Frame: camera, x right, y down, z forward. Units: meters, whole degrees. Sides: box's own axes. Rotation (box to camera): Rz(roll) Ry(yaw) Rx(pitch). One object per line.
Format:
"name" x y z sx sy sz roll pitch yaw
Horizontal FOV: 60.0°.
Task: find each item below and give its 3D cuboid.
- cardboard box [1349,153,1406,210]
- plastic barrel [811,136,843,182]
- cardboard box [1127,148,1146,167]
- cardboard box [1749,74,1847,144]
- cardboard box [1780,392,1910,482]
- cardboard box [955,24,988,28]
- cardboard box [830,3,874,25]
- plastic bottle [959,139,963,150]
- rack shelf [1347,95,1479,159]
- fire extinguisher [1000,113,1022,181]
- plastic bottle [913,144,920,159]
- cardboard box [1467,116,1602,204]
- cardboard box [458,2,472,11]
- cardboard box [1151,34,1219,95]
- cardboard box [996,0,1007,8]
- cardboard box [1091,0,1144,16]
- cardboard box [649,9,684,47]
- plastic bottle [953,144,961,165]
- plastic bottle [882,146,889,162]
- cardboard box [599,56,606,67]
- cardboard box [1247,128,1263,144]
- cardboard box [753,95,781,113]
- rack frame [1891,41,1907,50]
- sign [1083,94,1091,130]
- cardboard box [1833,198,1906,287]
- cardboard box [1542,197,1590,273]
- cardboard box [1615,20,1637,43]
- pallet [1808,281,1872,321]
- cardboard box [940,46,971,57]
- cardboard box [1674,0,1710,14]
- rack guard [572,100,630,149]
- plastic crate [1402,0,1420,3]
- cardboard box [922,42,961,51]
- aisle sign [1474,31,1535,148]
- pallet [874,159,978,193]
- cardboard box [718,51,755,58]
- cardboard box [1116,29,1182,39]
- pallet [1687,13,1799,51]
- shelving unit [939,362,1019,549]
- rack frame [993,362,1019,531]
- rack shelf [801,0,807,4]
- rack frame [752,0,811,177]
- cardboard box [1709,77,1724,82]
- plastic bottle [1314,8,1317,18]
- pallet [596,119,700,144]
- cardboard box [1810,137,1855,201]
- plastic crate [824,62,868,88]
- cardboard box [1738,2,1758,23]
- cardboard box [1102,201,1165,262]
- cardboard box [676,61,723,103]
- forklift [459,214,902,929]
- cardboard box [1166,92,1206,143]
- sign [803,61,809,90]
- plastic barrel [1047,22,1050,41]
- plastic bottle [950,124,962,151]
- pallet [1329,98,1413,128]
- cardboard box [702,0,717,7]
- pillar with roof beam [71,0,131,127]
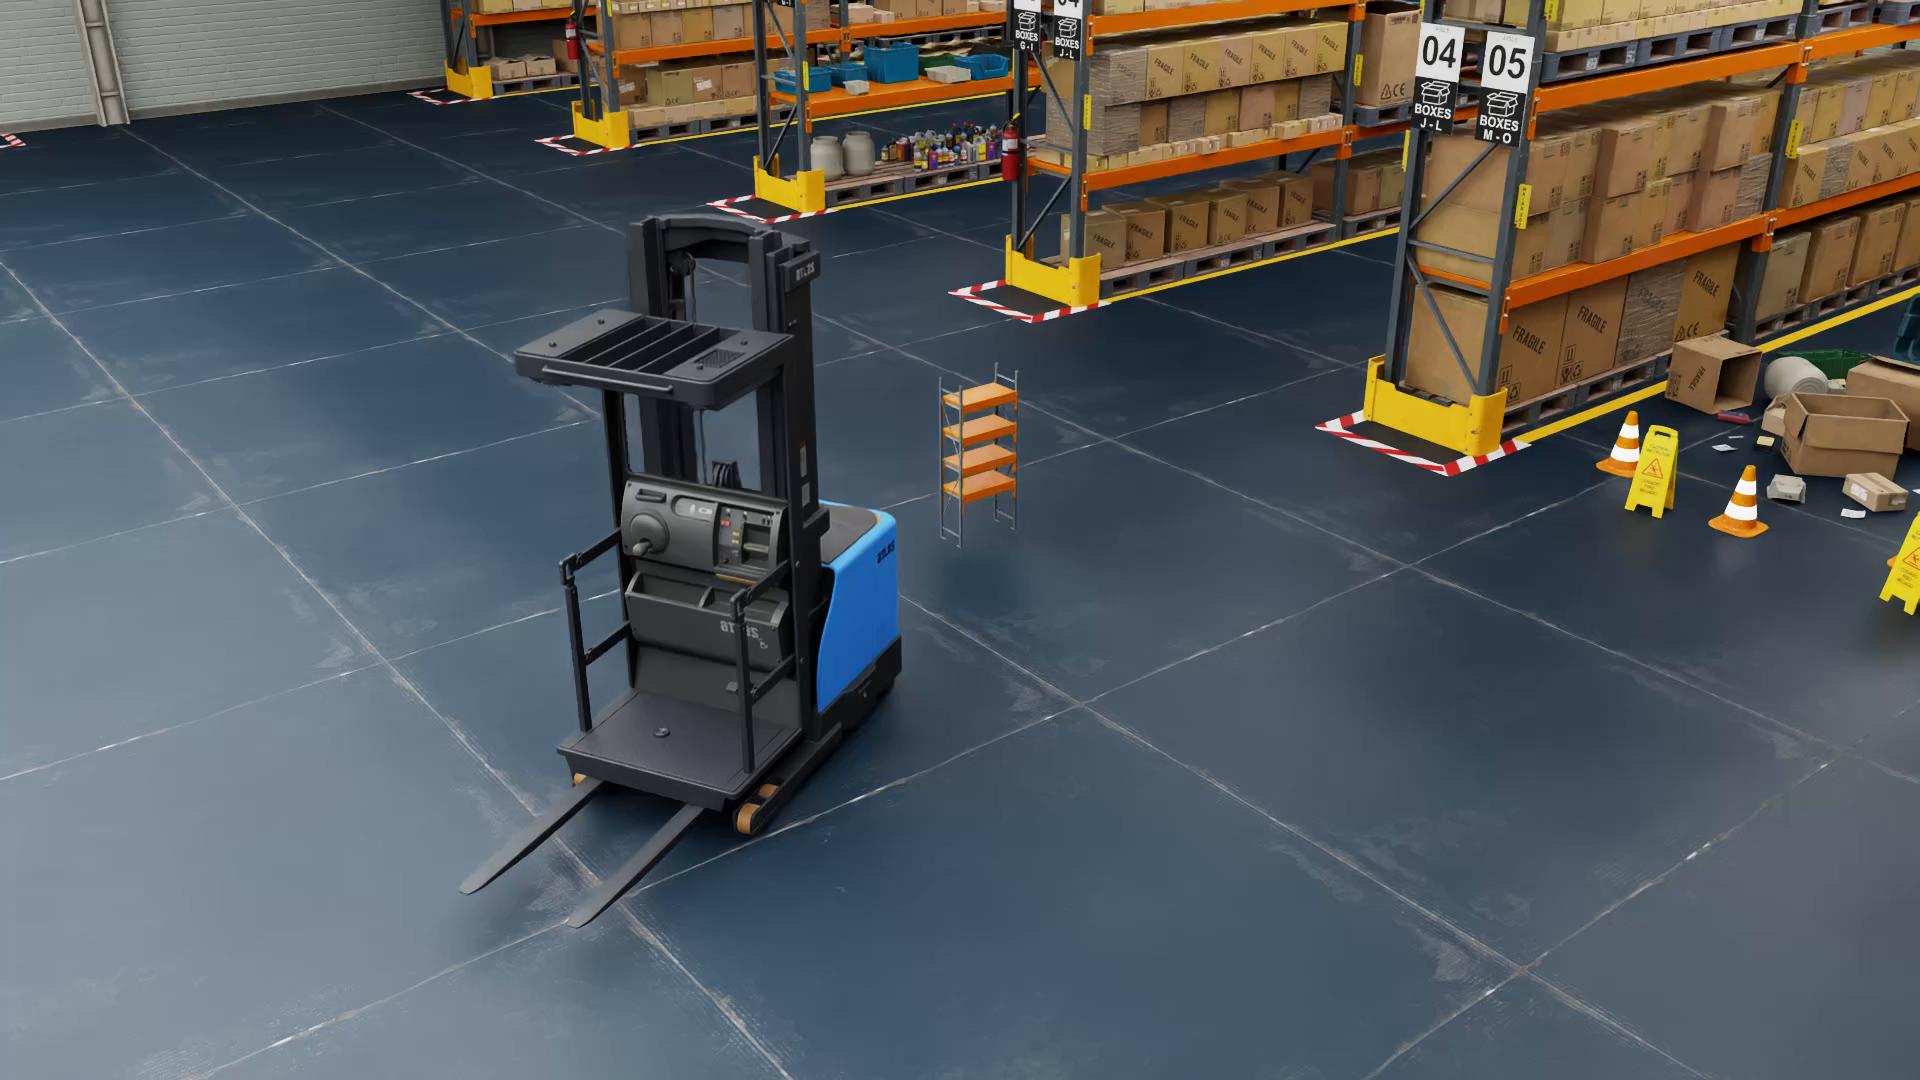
"cardboard box" 4.923 -4.297 19.892 0.500 0.500 0.700 -18 31 -34
"plastic barrel" -1.694 -4.821 21.031 0.421 0.512 0.421 0 25 0
"cardboard box" 1.678 -3.922 16.935 0.250 0.149 0.380 -18 31 -34
"cardboard box" 7.811 -4.056 15.619 0.500 0.500 0.700 -19 31 -35
"cardboard box" 6.827 -0.802 12.880 0.797 0.503 0.637 5 25 11
"cardboard box" 0.036 -10.734 33.369 0.750 0.750 0.750 -17 30 -33
"cardboard box" -1.710 -8.318 26.288 0.500 0.250 0.500 -16 29 -31
"plastic bottle" 0.052 -5.167 22.024 0.133 0.283 0.061 -18 31 -34
"rack shelf" 5.613 -5.154 20.147 4.000 0.370 1.077 -18 31 -34
"fire extinguisher" 0.517 -4.010 16.919 0.183 0.674 0.296 -18 31 -34
"plastic bottle" -0.574 -5.171 22.131 0.097 0.201 0.097 0 25 0
"cardboard box" 4.565 -3.068 13.336 0.550 0.550 0.875 -18 31 -34
"cardboard box" -8.030 -8.971 27.672 0.500 0.250 0.500 -18 30 -33
"cardboard box" 2.283 -4.866 17.013 0.500 0.500 0.500 -18 31 -34
"cardboard box" 0.764 -9.162 28.035 0.500 0.311 0.500 -16 29 -31
"cardboard box" 1.430 -5.254 16.123 0.500 0.250 0.500 -17 30 -33
"cardboard box" -4.433 -7.505 24.239 0.500 0.500 0.700 -17 30 -33
"plastic bottle" -0.038 -5.060 21.808 0.097 0.271 0.097 0 25 0
"plastic bottle" -0.990 -5.115 22.010 0.097 0.201 0.097 0 25 0
"cardboard box" -6.401 -8.381 29.110 0.250 0.149 0.380 -21 32 -38
"cardboard box" 3.037 -4.386 17.935 0.250 0.149 0.380 -18 31 -34
"cardboard box" -3.084 -6.733 25.461 0.500 0.250 0.500 -18 31 -34
"rack frame" 10.168 -4.331 17.518 0.127 3.000 1.000 -18 31 -34
"sign" 1.227 -4.135 16.068 0.005 0.325 0.100 -18 31 -34
"cardboard box" 8.947 -3.144 17.135 0.750 0.750 1.050 -18 30 -33
"cardboard box" 4.556 -2.582 13.573 0.550 0.550 0.875 -18 31 -34
"cardboard box" 4.937 -3.915 12.741 0.250 0.149 0.380 -18 30 -34
"pallet" 8.542 -2.571 17.039 1.213 0.211 1.003 -18 31 -34
"cardboard box" 0.013 -7.995 27.516 0.500 0.311 0.500 -18 31 -34
"cardboard box" 5.602 -4.350 13.204 0.500 0.250 0.500 -18 31 -34
"rack guard" -5.237 -6.065 24.224 0.348 0.500 1.175 -18 31 -34
"plastic crate" 7.435 -8.934 27.385 0.575 0.384 0.392 -18 31 -34
"cardboard box" -0.327 -8.171 27.894 0.500 0.311 0.500 -19 31 -35
"aisle sign" 4.002 -3.314 12.240 0.004 0.787 0.394 -18 31 -34
"pallet" -0.532 -4.858 21.966 1.213 0.211 1.003 -18 31 -34
"cardboard box" -3.415 -7.251 25.686 0.500 0.500 0.500 -18 31 -34
"cardboard box" 1.957 -5.041 17.390 0.500 0.500 0.500 -18 31 -34
"pallet" 6.370 -4.403 14.216 1.213 0.211 1.003 -18 31 -34
"shelving unit" 0.130 -0.587 11.590 0.503 1.200 0.258 -18 31 -34
"rack frame" 0.322 -0.651 11.727 0.015 1.200 0.240 -18 31 -34
"rack shelf" -0.591 -7.117 20.812 4.000 0.370 1.077 -18 31 -34
"rack frame" -2.165 -5.563 20.173 0.127 3.000 1.000 -18 31 -34
"cardboard box" 9.843 -6.093 23.341 0.875 0.875 1.225 -18 30 -34
"plastic bottle" 5.596 -8.207 26.024 0.097 0.271 0.097 0 25 0
"pallet" -4.642 -6.152 24.756 1.213 0.211 1.003 -18 31 -34
"cardboard box" 7.997 -3.516 15.644 0.500 0.500 0.500 -18 30 -34
"plastic crate" -1.441 -5.891 21.057 0.408 0.251 0.499 -18 31 -34
"cardboard box" 6.329 -4.374 13.730 0.250 0.149 0.380 -18 30 -34
"cardboard box" 1.843 -3.302 17.772 0.500 0.500 0.500 -10 27 -21
"cardboard box" -3.881 -6.818 24.755 0.500 0.500 0.500 -18 31 -34
"forklift" -1.407 -0.024 8.320 1.130 2.935 3.031 11 27 22
"cardboard box" 2.081 -4.521 17.457 0.500 0.500 0.875 -18 31 -34
"sign" -1.829 -5.505 19.720 0.005 0.325 0.100 -18 31 -34
"plastic barrel" 1.474 -6.829 22.306 0.708 0.901 0.600 -18 31 -34
"plastic bottle" -0.057 -5.479 22.616 0.185 0.351 0.144 -20 31 -36
"pallet" 4.731 -5.024 19.241 1.213 0.211 1.003 -18 31 -34
"cardboard box" -3.764 -7.910 24.341 0.250 0.149 0.380 -19 31 -35
"pillar with roof beam" -10.326 -9.050 20.560 0.400 9.000 9.100 -18 31 -34
